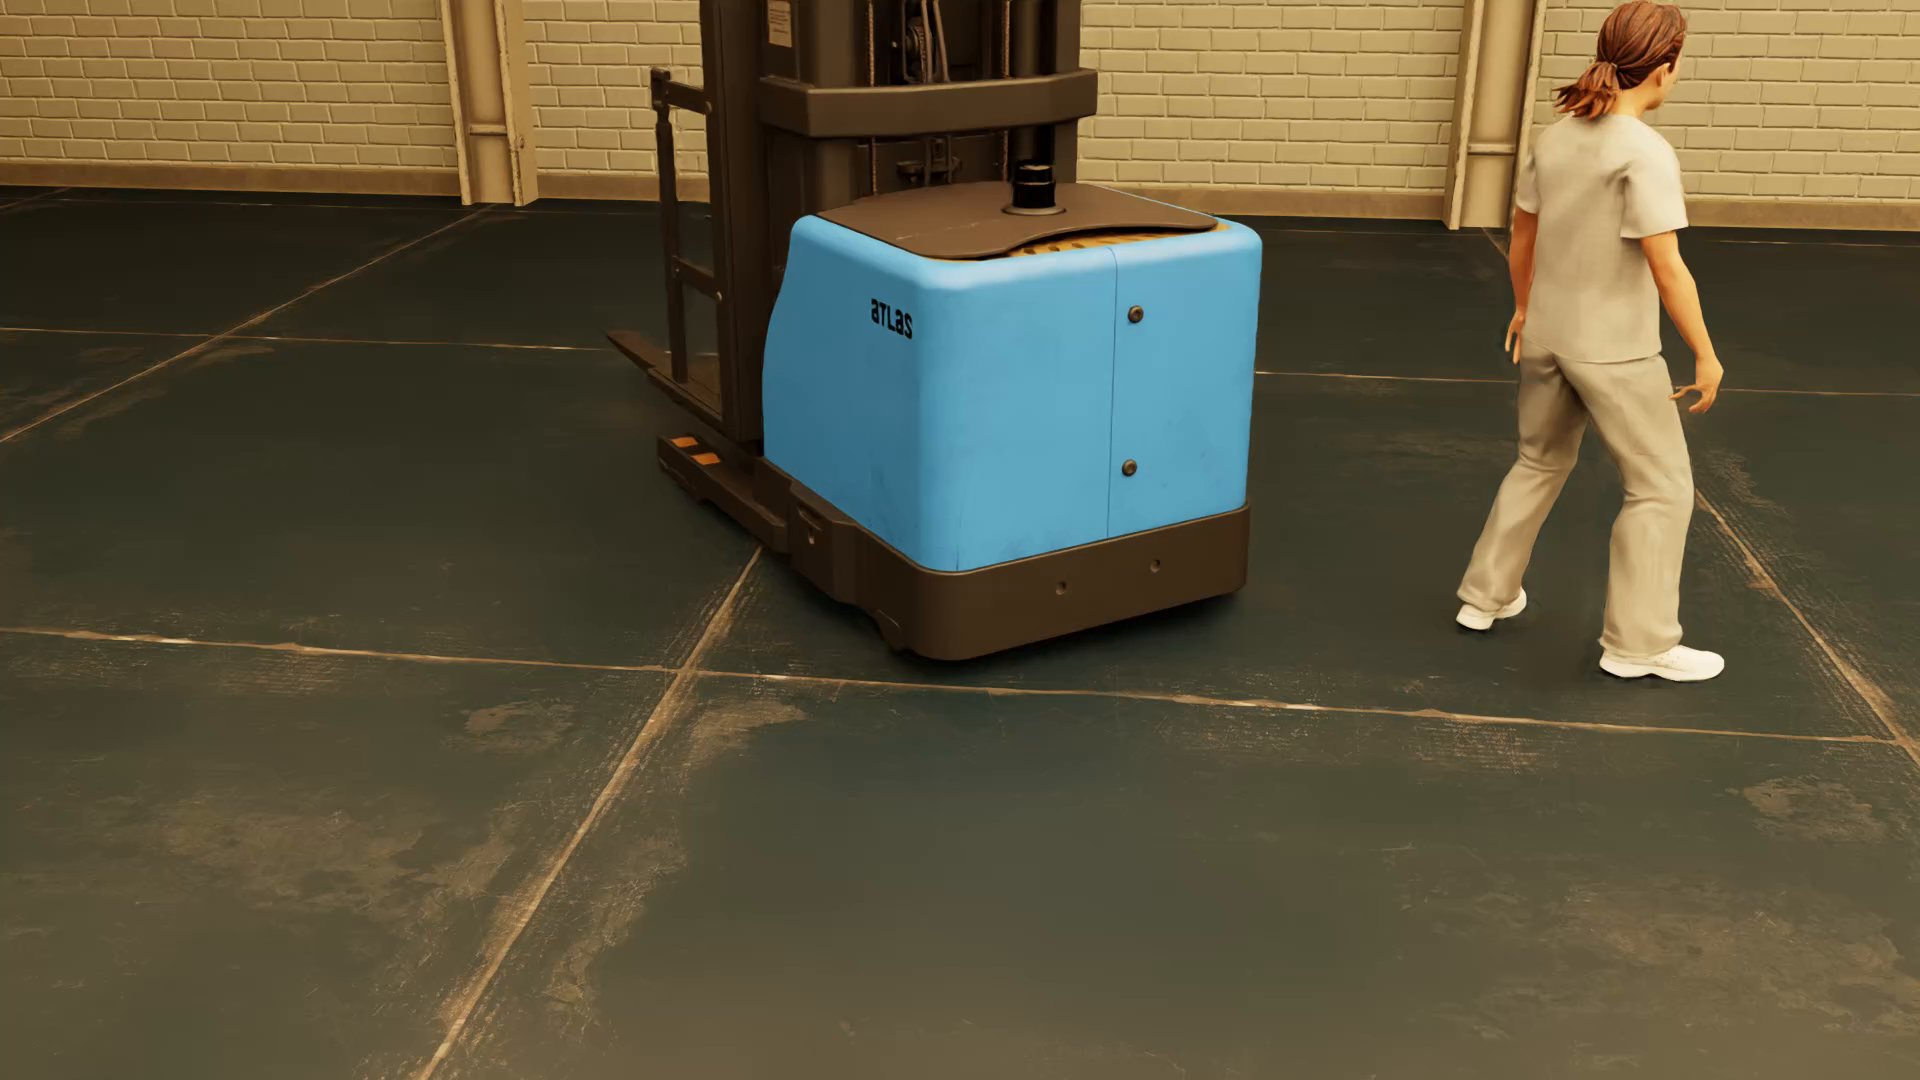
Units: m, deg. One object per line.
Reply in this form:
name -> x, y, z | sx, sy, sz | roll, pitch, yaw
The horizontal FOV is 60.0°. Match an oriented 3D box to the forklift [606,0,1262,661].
forklift -> -0.367, -1.558, 5.124 | 1.130, 2.935, 3.031 | -12, 25, -28

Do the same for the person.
person -> 1.636, -0.480, 4.163 | 0.509, 1.670, 0.648 | -8, 23, -20
